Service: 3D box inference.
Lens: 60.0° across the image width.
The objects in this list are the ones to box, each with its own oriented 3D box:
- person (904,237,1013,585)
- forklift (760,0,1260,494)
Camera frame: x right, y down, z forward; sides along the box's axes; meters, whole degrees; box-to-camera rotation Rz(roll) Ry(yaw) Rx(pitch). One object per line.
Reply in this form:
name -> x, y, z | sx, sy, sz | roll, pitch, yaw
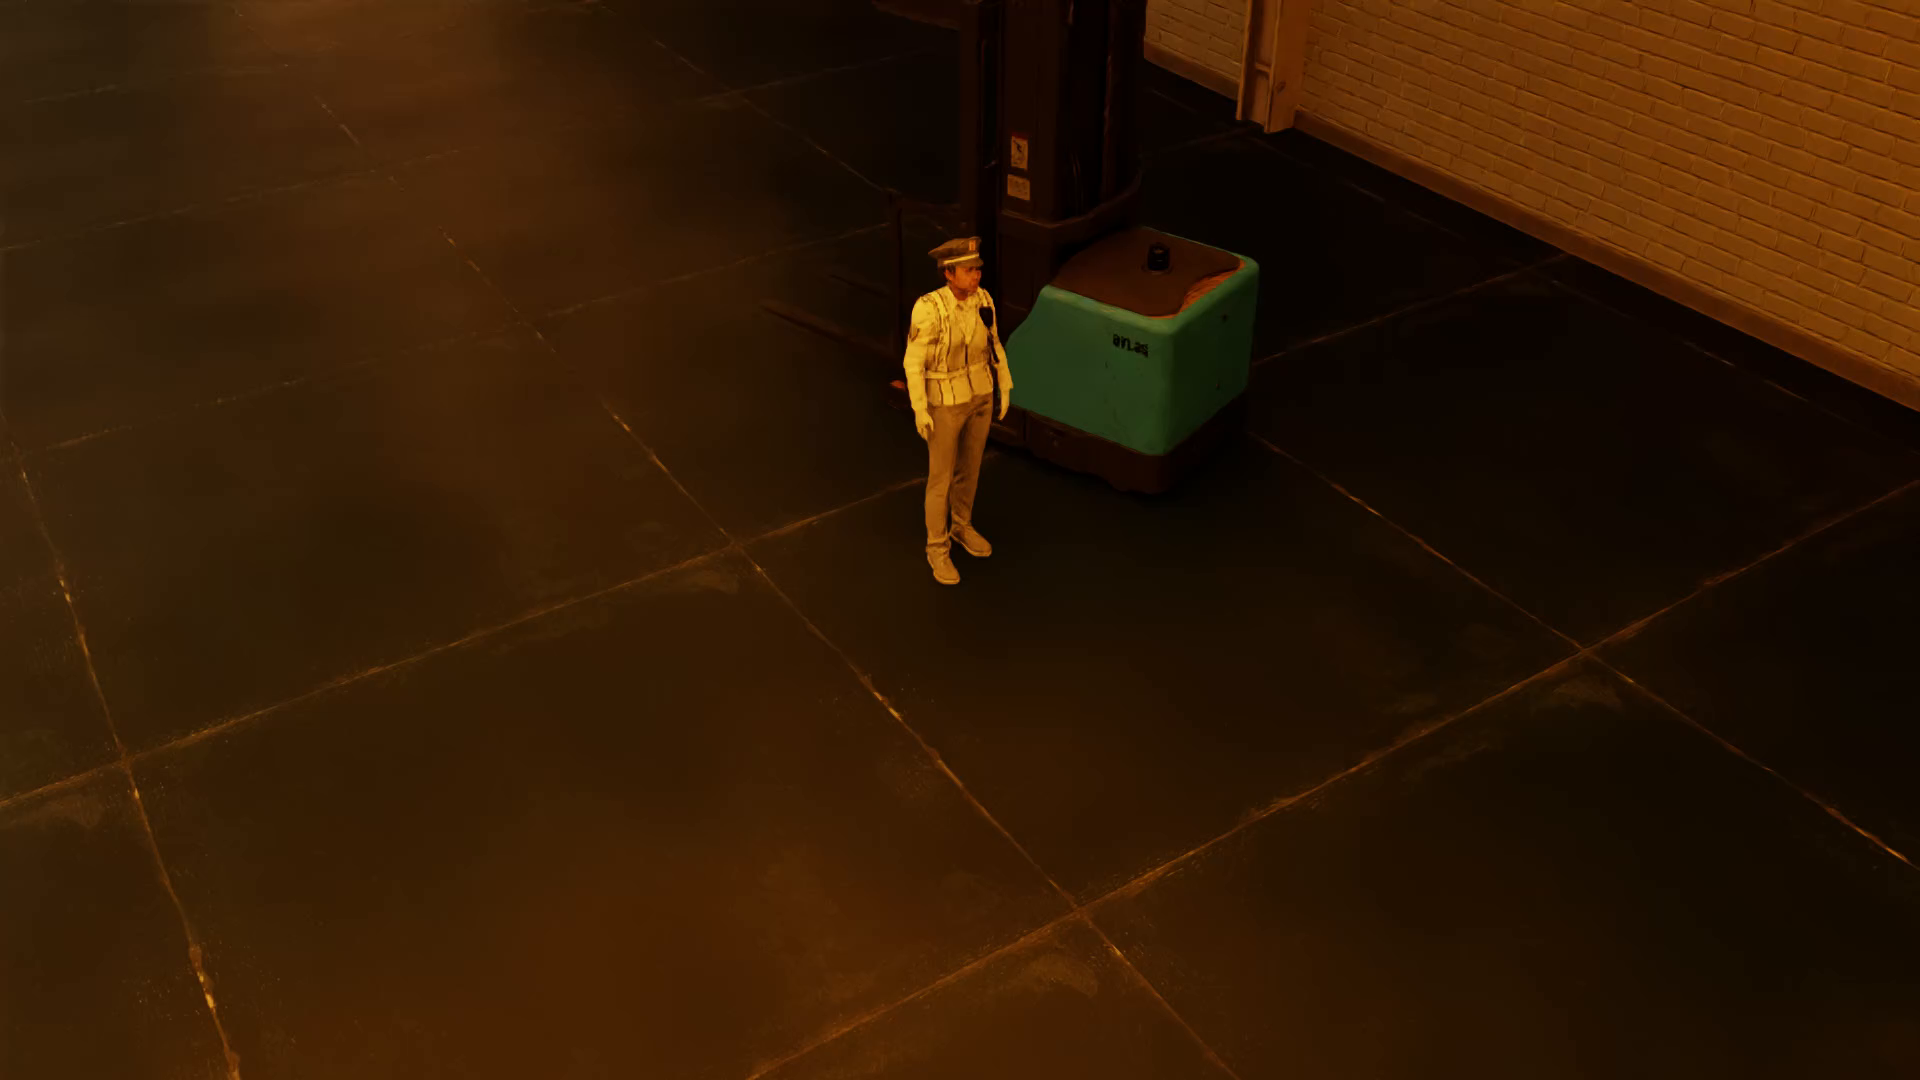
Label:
person -> 0.031, -0.664, 8.156 | 0.586, 1.695, 0.533 | -21, 40, -27
forklift -> 0.158, -2.125, 9.172 | 3.031, 2.935, 1.130 | 23, 41, 29
